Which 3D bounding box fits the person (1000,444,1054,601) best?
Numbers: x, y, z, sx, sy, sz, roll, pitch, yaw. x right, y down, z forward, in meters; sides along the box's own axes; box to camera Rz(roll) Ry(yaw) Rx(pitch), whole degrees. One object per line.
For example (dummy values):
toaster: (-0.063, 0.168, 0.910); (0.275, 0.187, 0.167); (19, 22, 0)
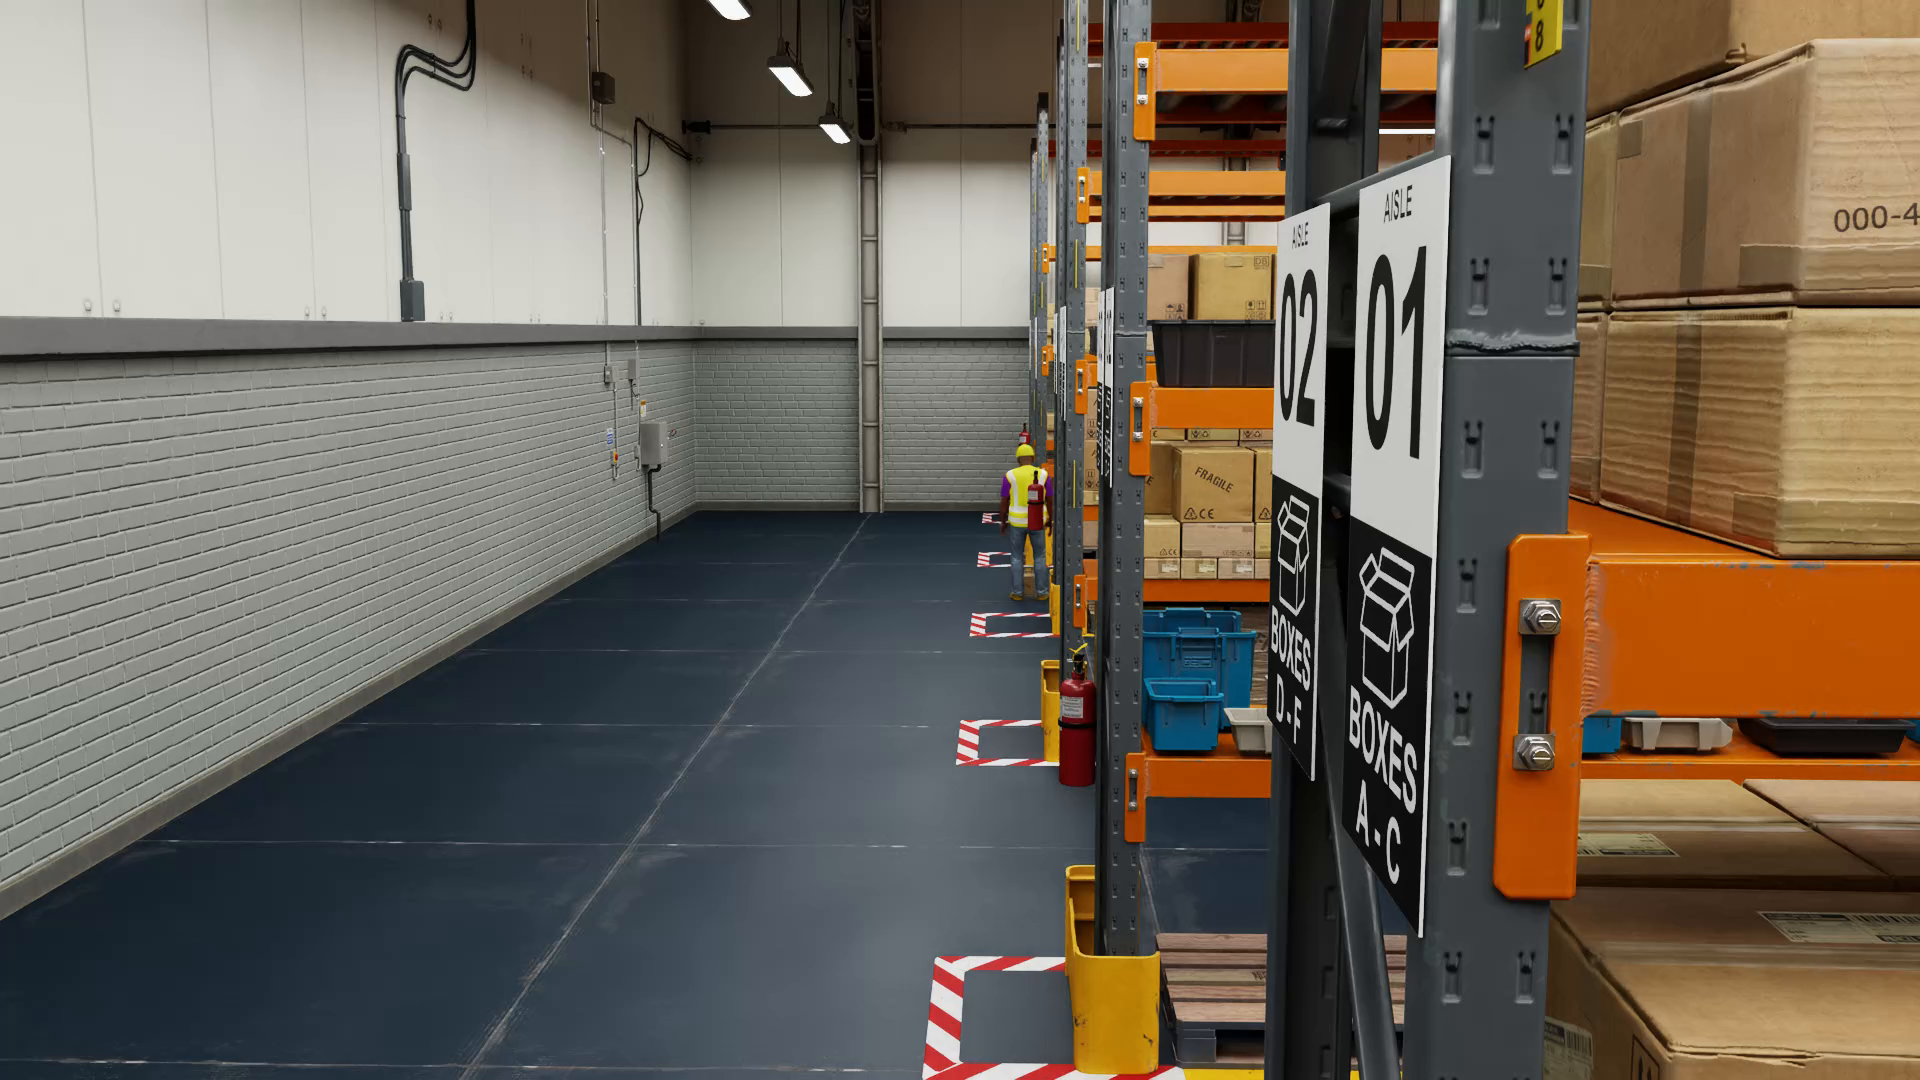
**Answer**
person: (0.756, -0.198, 18.773); (0.621, 1.759, 0.461); (0, 7, -1)
